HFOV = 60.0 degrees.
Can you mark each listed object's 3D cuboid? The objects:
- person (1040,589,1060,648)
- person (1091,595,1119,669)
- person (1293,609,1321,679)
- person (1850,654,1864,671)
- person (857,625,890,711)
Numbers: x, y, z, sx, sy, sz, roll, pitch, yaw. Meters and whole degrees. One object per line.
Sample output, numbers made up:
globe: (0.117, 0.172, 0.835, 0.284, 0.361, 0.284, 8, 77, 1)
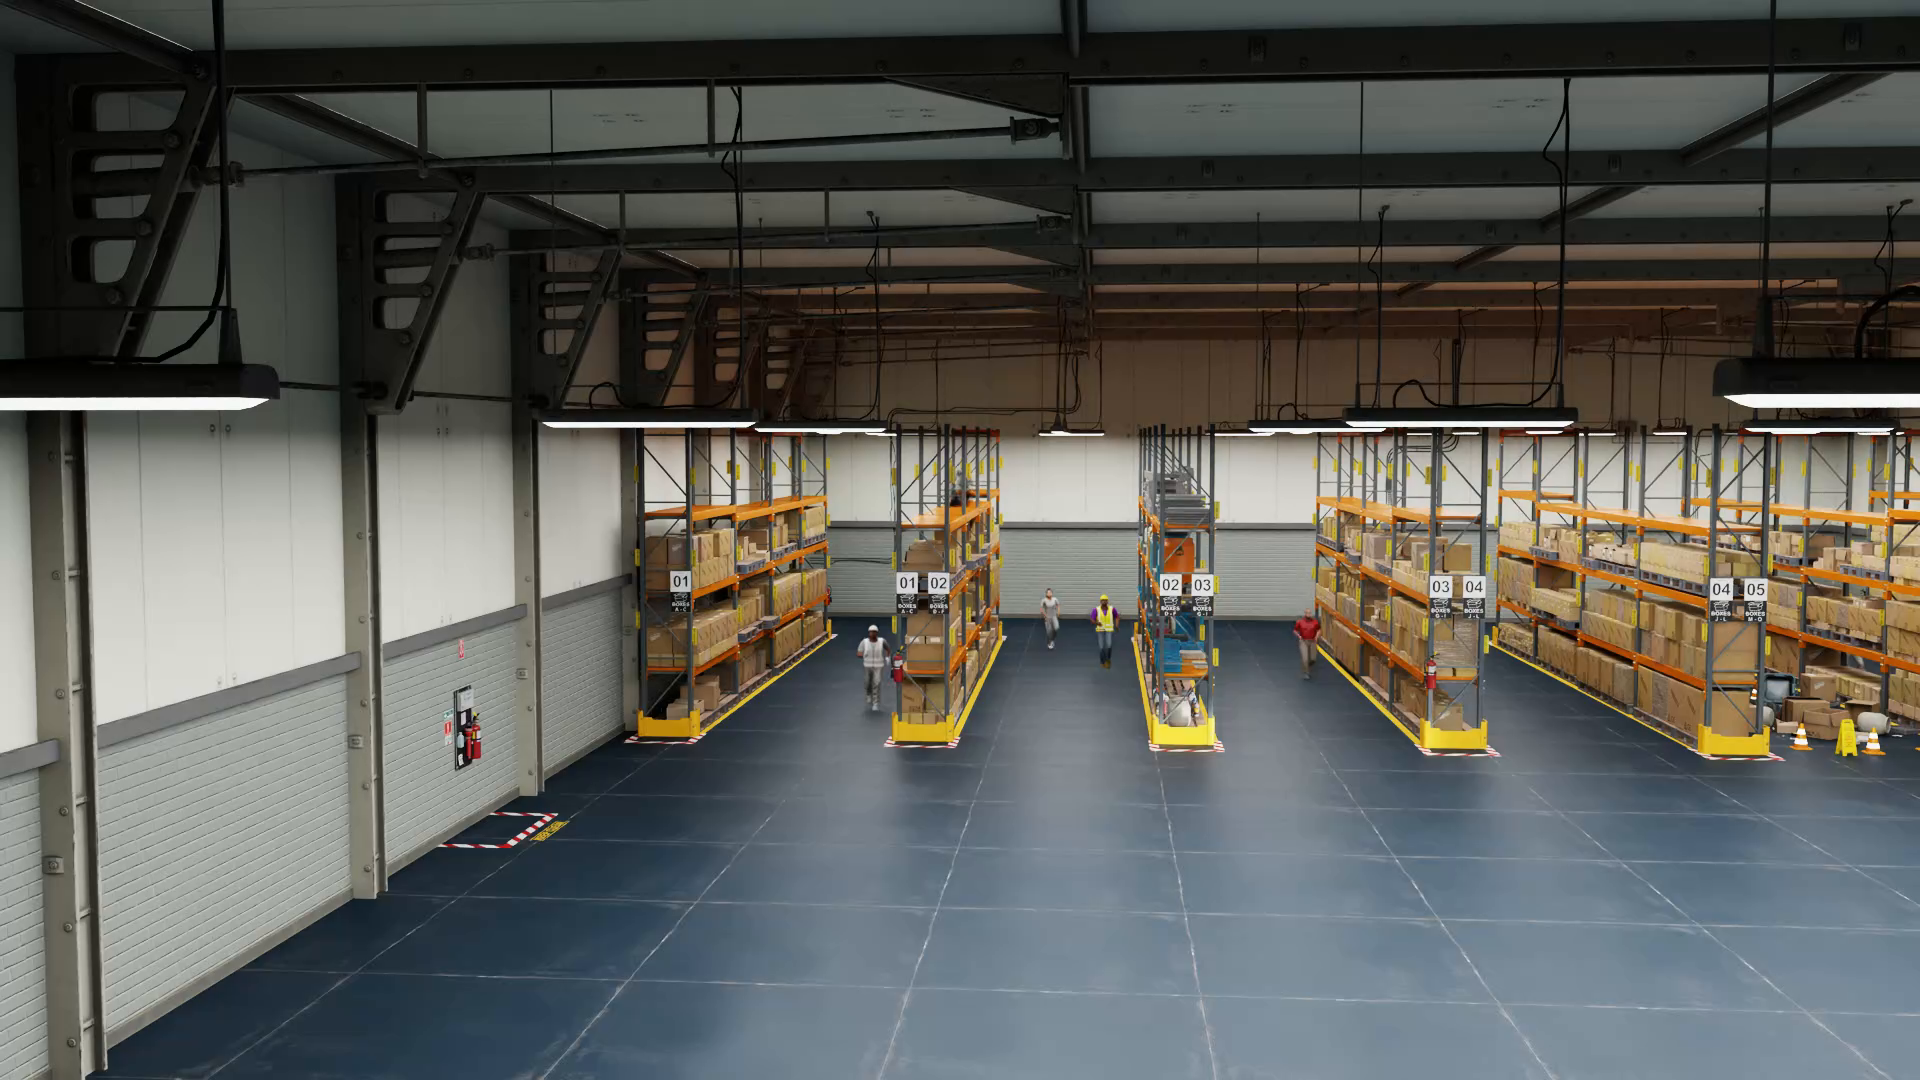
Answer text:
person: (2.484, 2.142, 45.404, 0.586, 1.629, 0.567, -1, 4, -9)
person: (3.428, 2.172, 39.288, 0.686, 1.756, 0.617, 0, 3, 3)
person: (8.285, 2.471, 39.619, 0.659, 1.674, 0.622, 0, 3, 4)
person: (21.663, 2.429, 40.549, 0.614, 1.697, 0.921, 0, 3, 6)
person: (-1.826, 2.678, 35.082, 0.690, 1.759, 1.004, 0, 3, 2)
